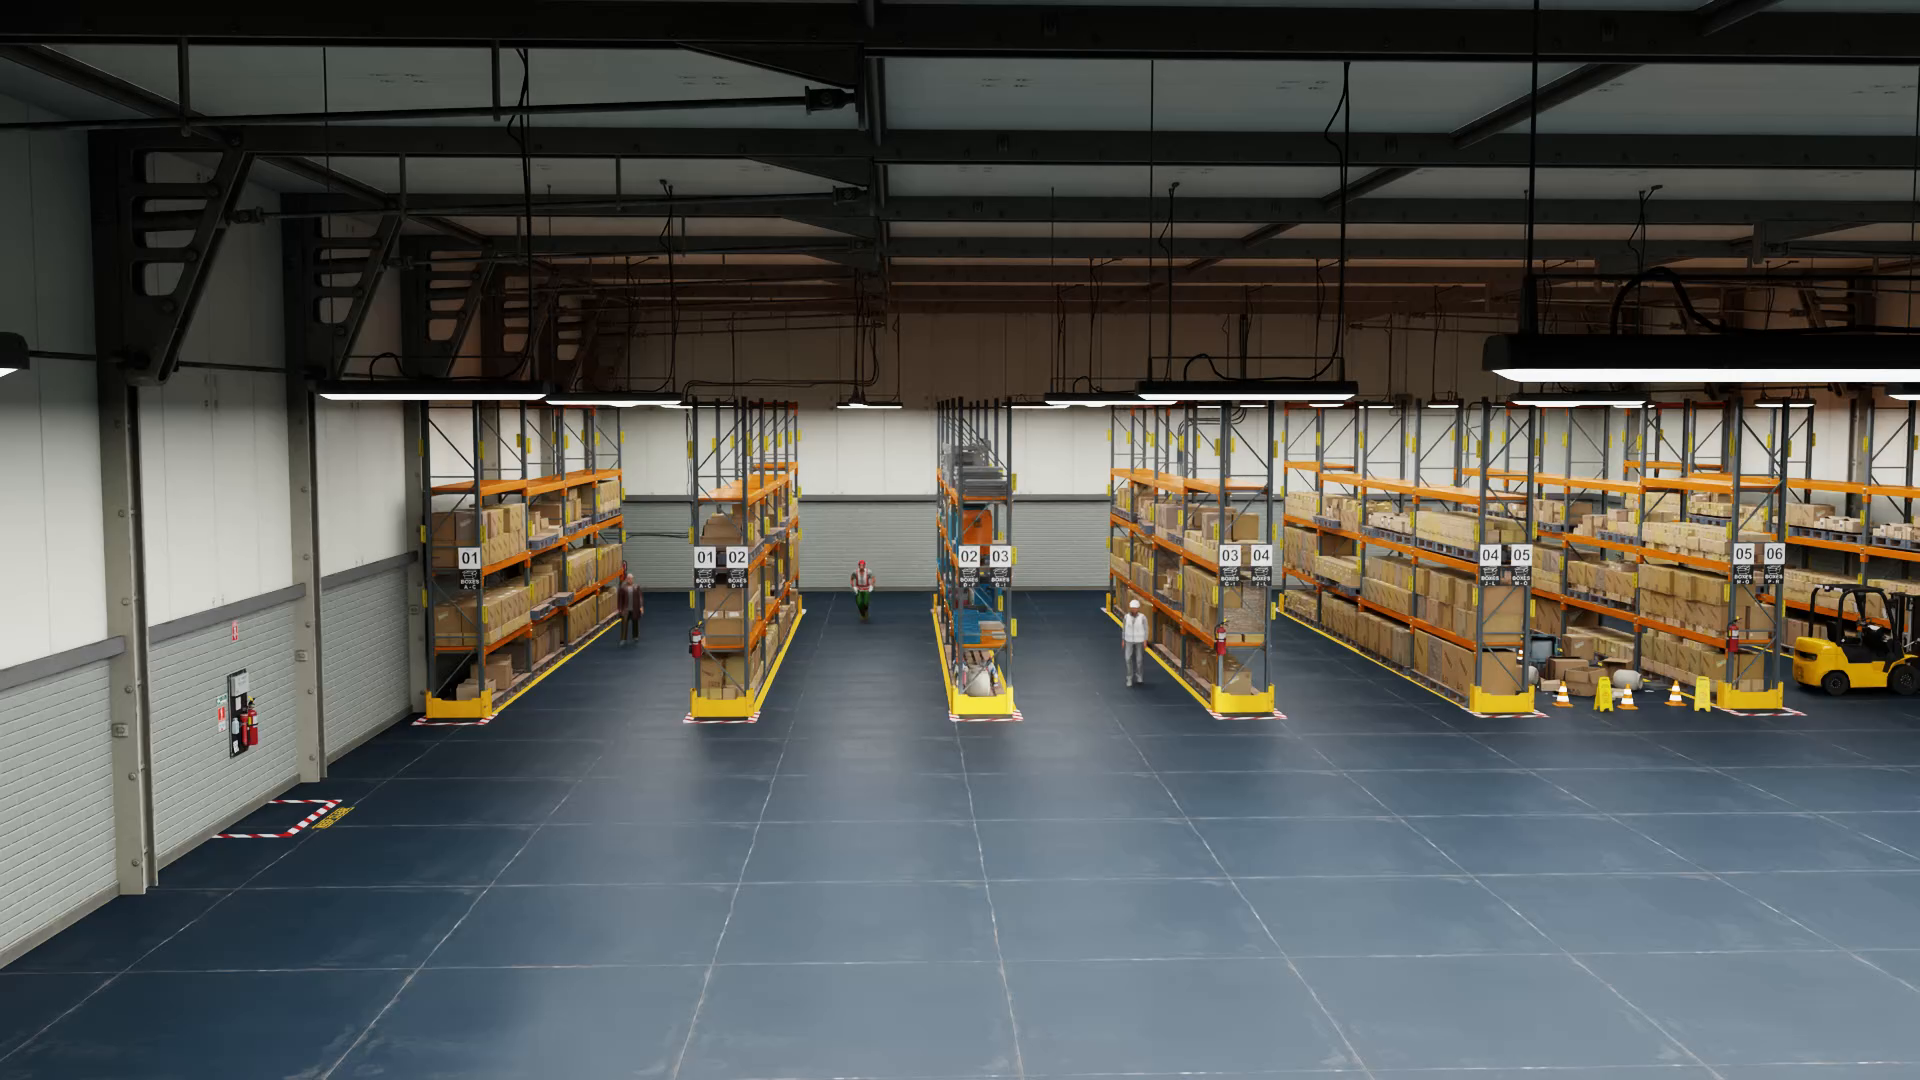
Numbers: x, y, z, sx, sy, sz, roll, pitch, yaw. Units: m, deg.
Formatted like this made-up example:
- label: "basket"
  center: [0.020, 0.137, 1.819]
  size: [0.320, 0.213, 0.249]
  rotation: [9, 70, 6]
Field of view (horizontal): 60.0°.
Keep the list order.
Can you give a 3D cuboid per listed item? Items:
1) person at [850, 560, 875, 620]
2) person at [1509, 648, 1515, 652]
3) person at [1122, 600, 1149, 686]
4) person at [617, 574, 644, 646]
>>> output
- label: "person"
  center: [-2.668, 1.376, 45.467]
  size: [0.672, 1.686, 0.636]
  rotation: [0, 4, 5]
- label: "person"
  center: [12.668, 1.951, 38.501]
  size: [0.502, 1.702, 0.626]
  rotation: [-1, 4, -11]
- label: "person"
  center: [3.679, 2.156, 34.933]
  size: [0.590, 1.813, 0.587]
  rotation: [2, 5, 19]
- label: "person"
  center: [-8.076, 1.687, 40.748]
  size: [0.661, 1.706, 1.143]
  rotation: [-1, 4, -7]
